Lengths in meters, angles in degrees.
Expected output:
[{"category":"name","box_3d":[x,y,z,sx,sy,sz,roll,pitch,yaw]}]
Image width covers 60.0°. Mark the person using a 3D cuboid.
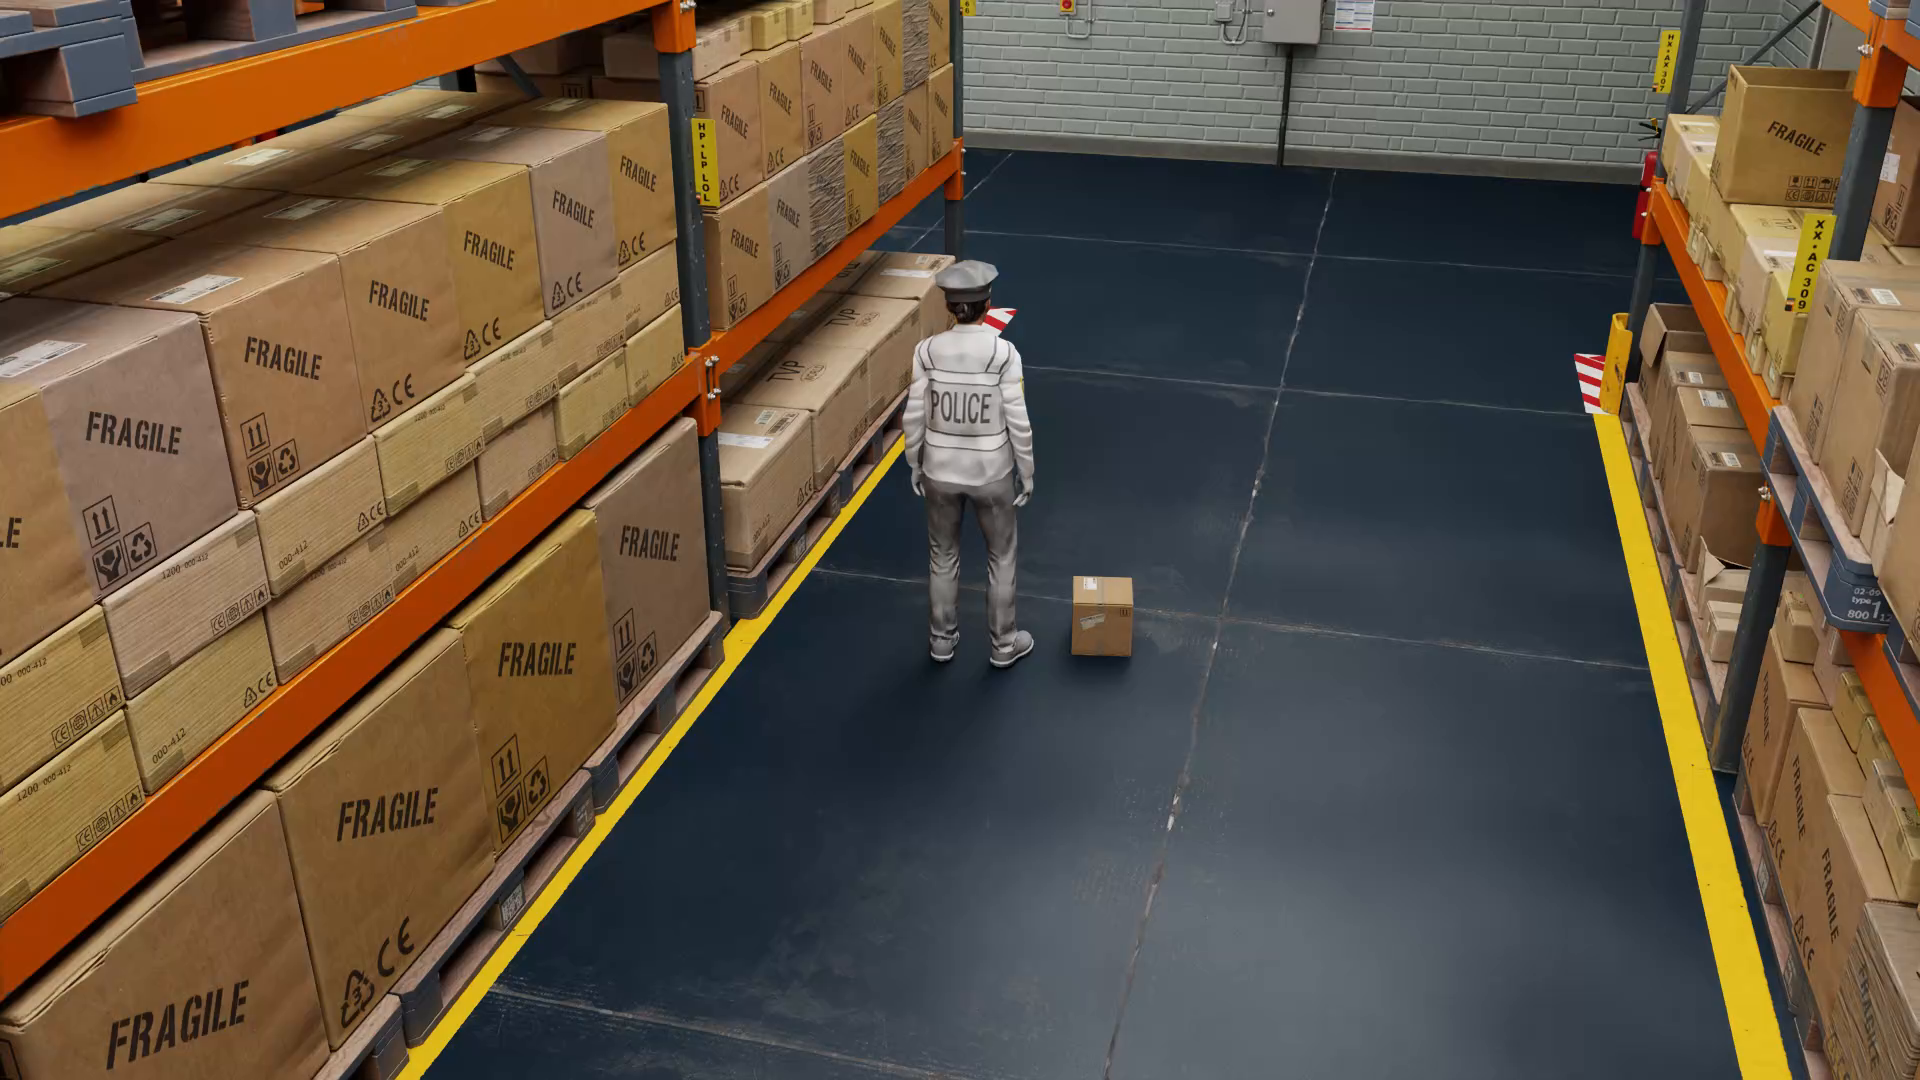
[{"category":"person","box_3d":[0.041,-0.275,6.683,0.526,1.663,0.343,6,26,12]}]
